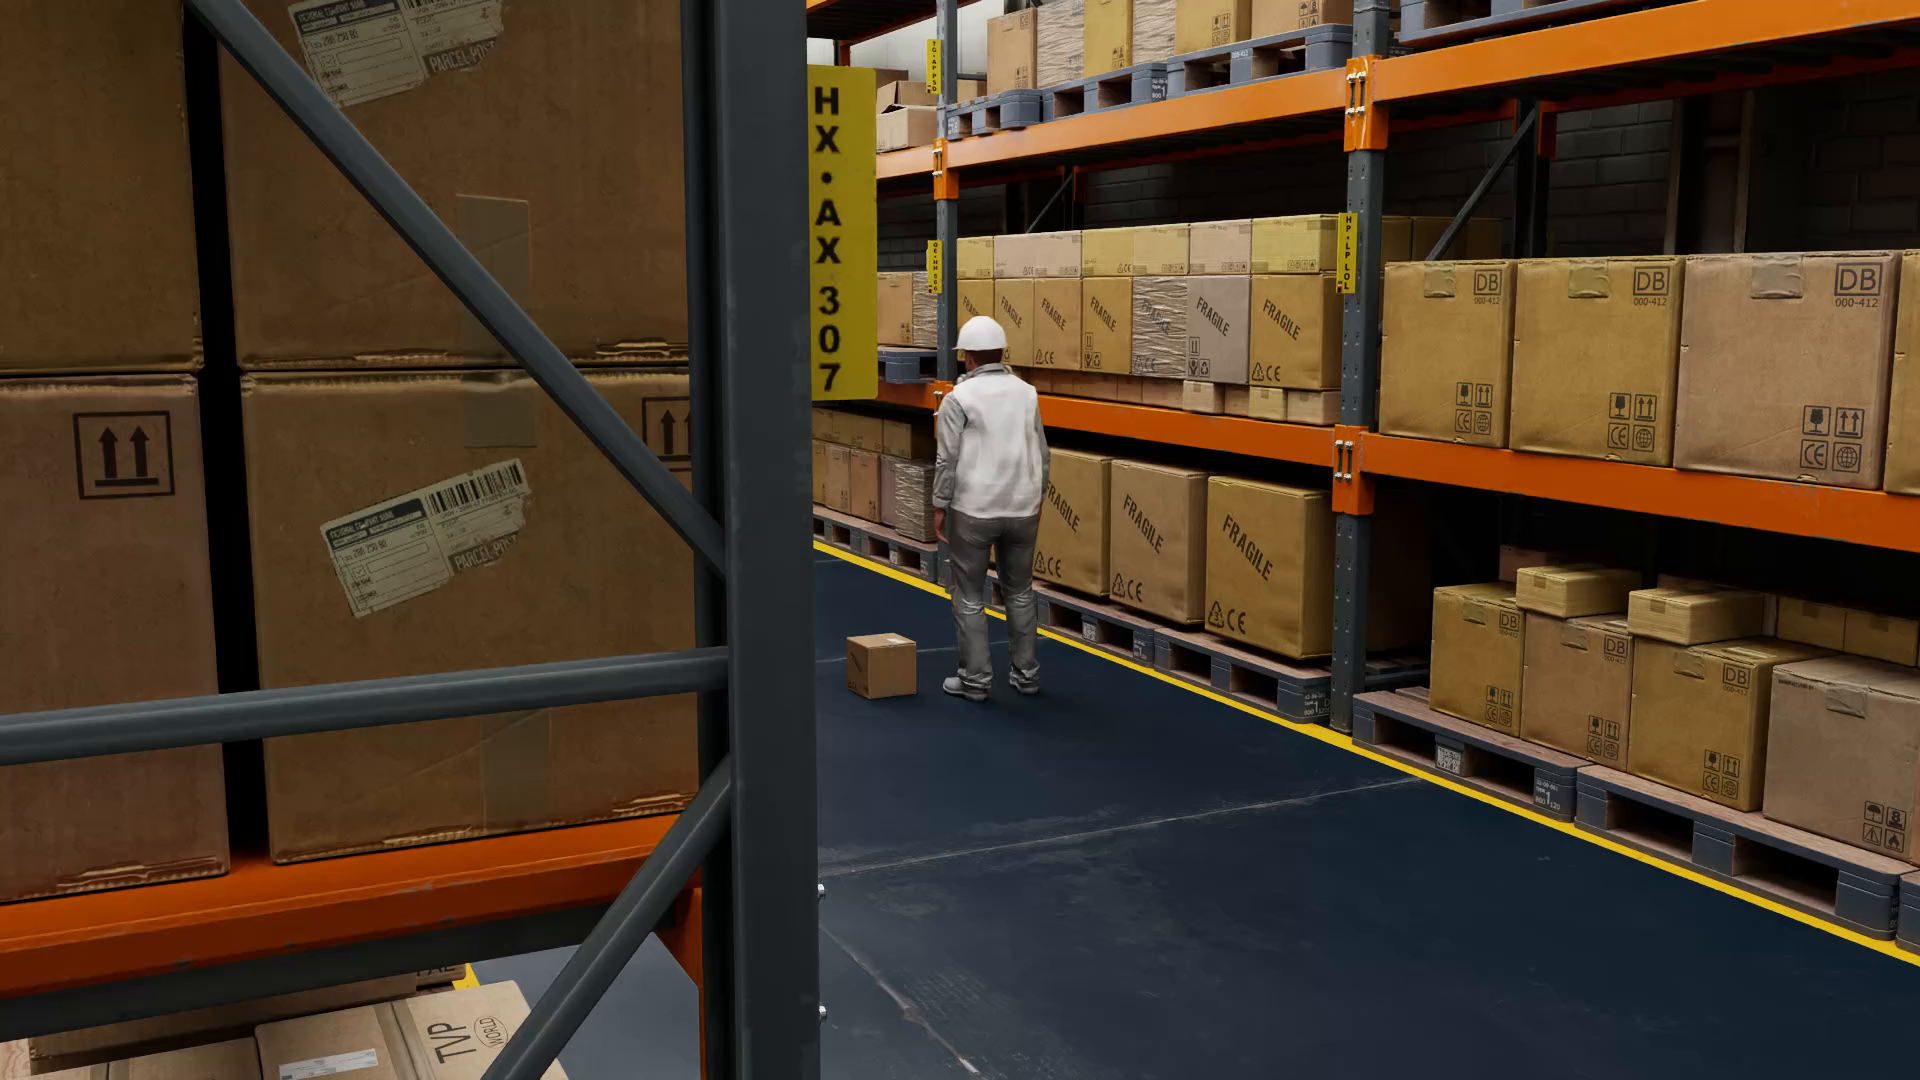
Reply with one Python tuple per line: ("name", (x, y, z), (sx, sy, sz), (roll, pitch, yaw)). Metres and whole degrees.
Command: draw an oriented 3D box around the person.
("person", (0.143, -0.148, 7.752), (0.580, 1.769, 0.462), (-4, 9, -25))
